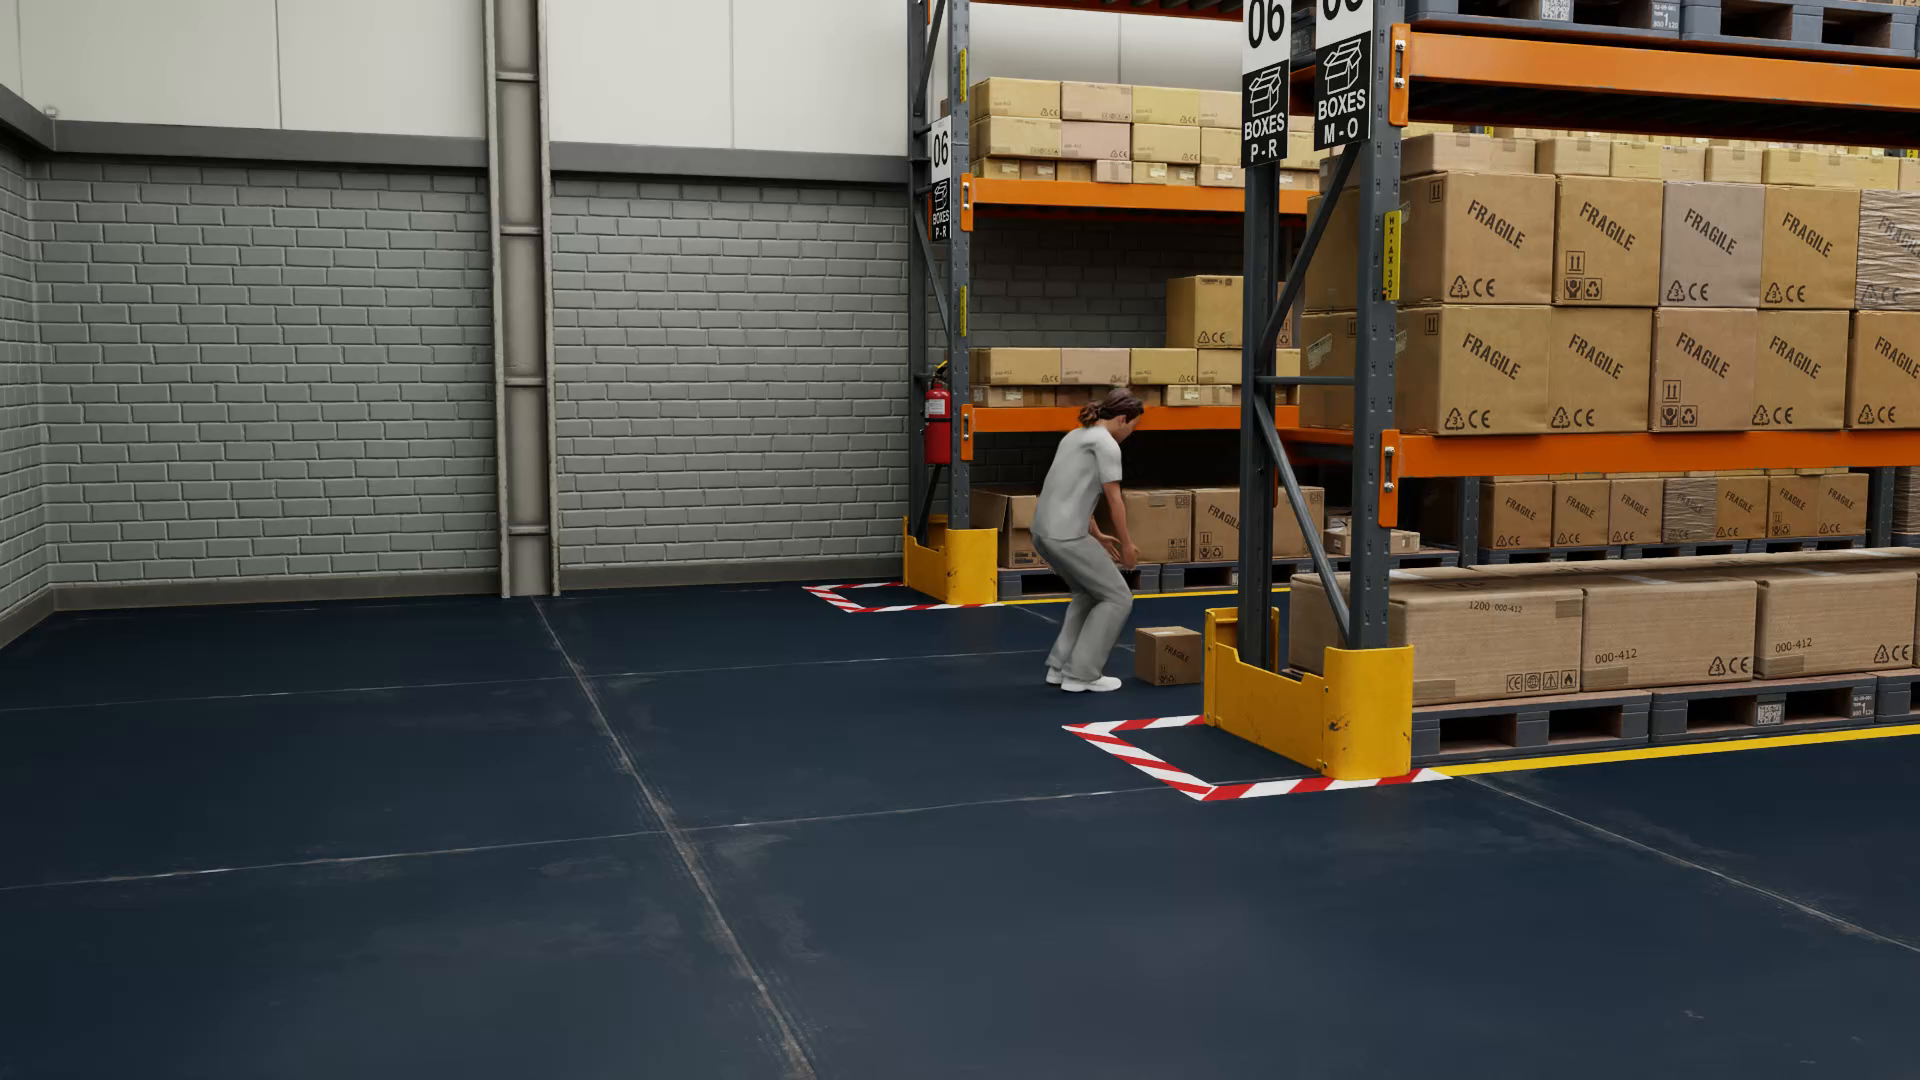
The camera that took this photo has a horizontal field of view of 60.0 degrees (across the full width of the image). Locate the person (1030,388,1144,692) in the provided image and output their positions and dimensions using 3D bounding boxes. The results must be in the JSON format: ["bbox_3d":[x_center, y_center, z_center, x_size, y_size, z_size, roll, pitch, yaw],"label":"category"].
[{"bbox_3d":[0.625,-0.009,8.170,0.575,1.469,0.487,-2,6,-18],"label":"person"}]
